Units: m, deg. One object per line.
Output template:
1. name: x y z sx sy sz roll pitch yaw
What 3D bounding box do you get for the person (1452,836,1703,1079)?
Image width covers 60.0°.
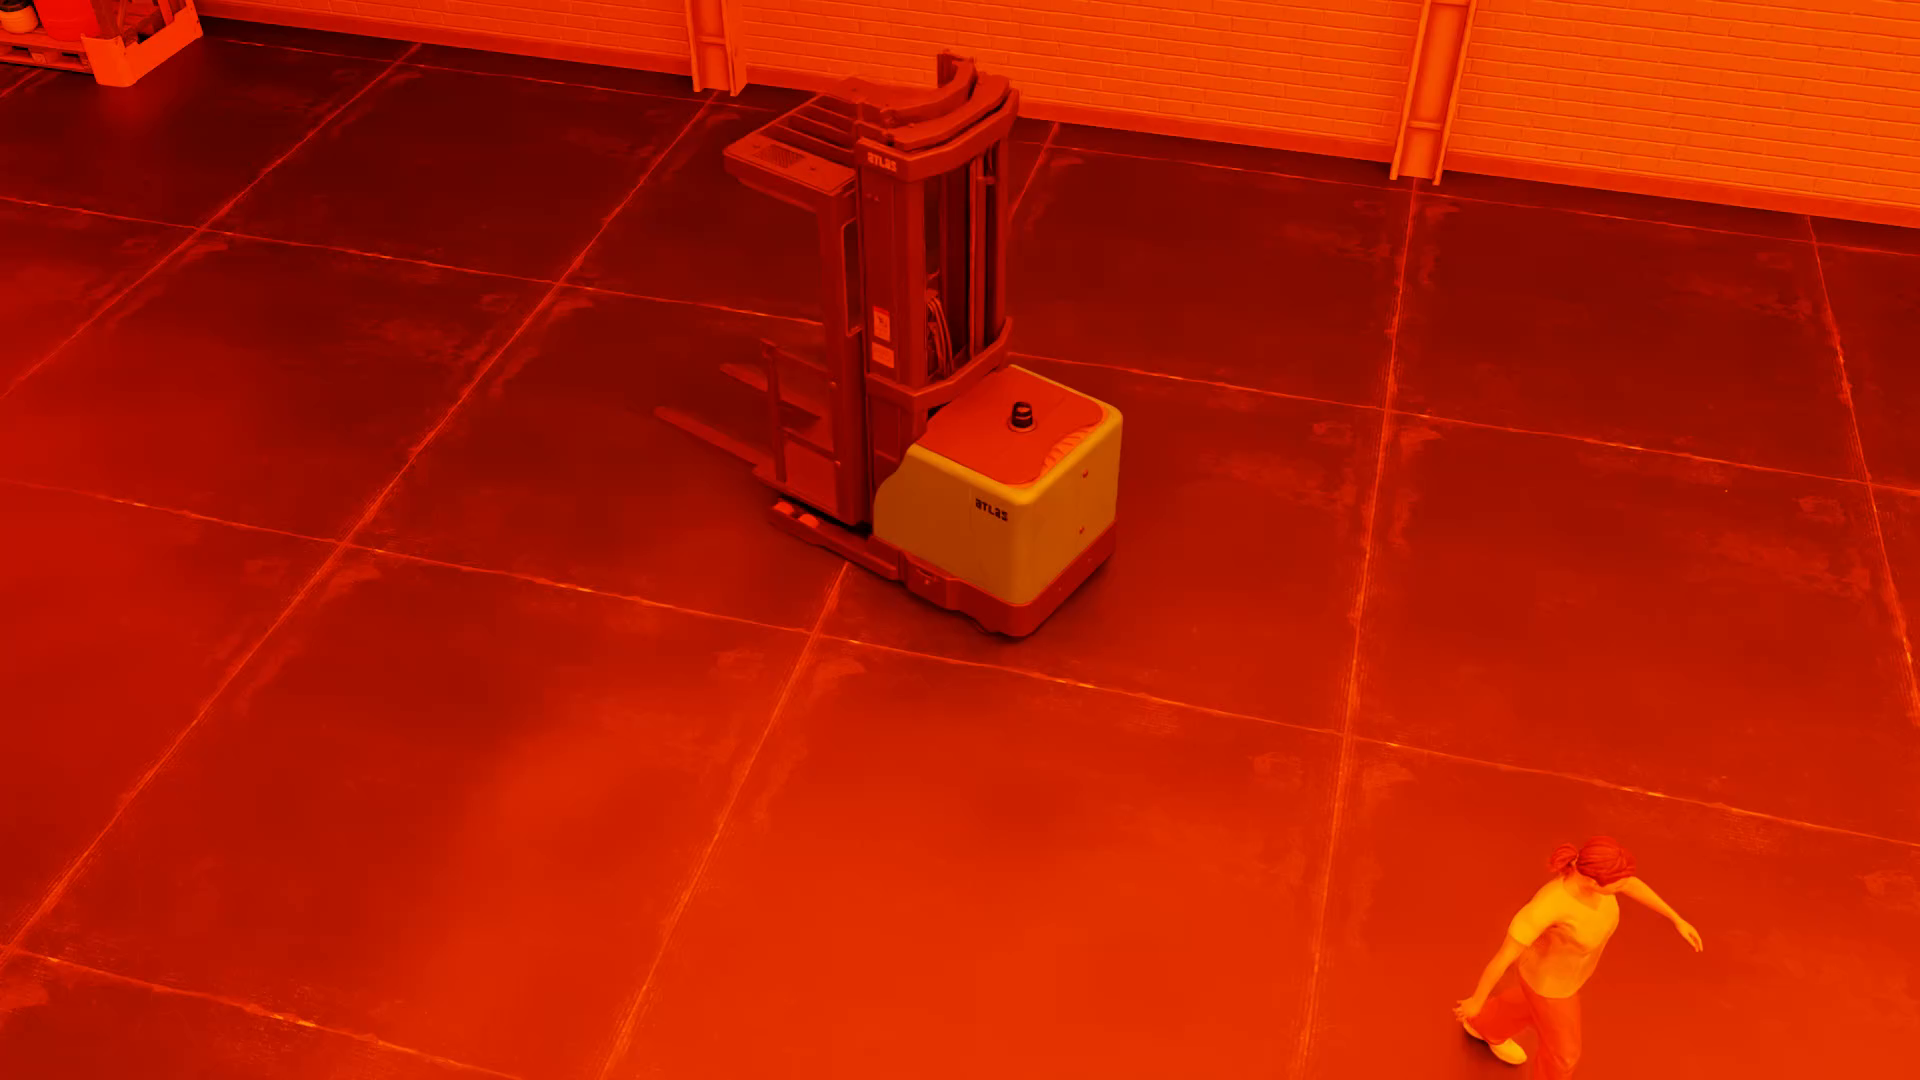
1. person: 2.463 1.804 6.789 0.876 1.655 0.718 -32 50 -31

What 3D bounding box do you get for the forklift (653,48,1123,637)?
1. forklift: -0.559 -1.345 9.396 3.031 2.935 1.130 26 47 27
